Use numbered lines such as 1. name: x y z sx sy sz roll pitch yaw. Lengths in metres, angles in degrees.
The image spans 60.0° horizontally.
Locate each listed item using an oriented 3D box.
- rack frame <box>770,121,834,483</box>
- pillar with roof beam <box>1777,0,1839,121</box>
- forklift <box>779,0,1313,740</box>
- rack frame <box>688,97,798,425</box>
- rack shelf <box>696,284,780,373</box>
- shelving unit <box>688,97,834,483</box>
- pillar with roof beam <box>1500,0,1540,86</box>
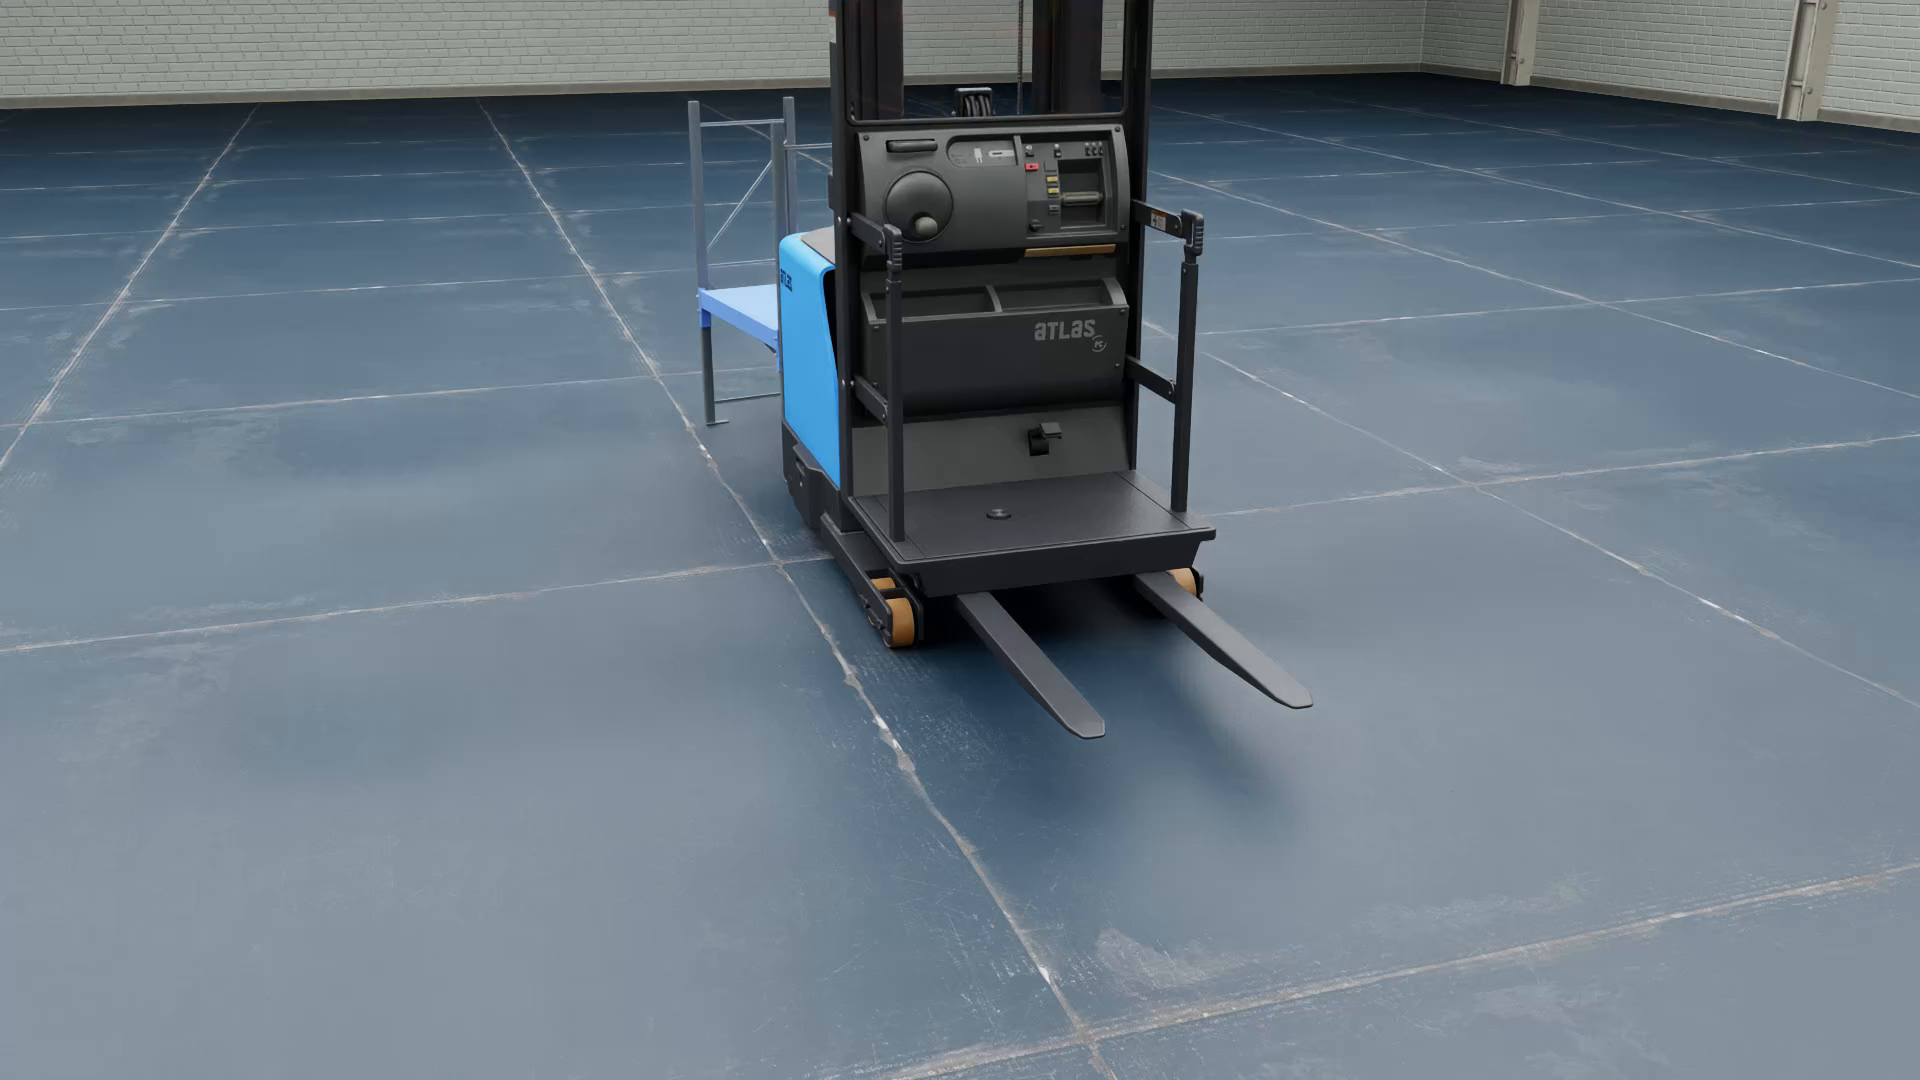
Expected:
1. rack frame: -0.525 -0.991 6.956 0.500 1.500 0.032 -10 22 -26
2. pillar with roof beam: 6.832 -9.261 18.888 9.100 9.000 0.400 -6 21 -17
3. forklift: 0.188 -1.177 5.357 1.130 2.935 3.031 -6 21 -16
4. rack frame: -0.992 -1.296 7.806 0.500 1.500 0.032 -10 22 -26
5. rack shelf: -0.759 -0.974 7.442 0.538 0.185 1.000 -10 22 -26
6. shelving unit: -0.759 -1.143 7.381 0.538 1.500 1.048 -10 22 -26
7. pillar with roof beam: 4.947 -11.186 24.248 9.100 9.000 0.400 -6 21 -17
